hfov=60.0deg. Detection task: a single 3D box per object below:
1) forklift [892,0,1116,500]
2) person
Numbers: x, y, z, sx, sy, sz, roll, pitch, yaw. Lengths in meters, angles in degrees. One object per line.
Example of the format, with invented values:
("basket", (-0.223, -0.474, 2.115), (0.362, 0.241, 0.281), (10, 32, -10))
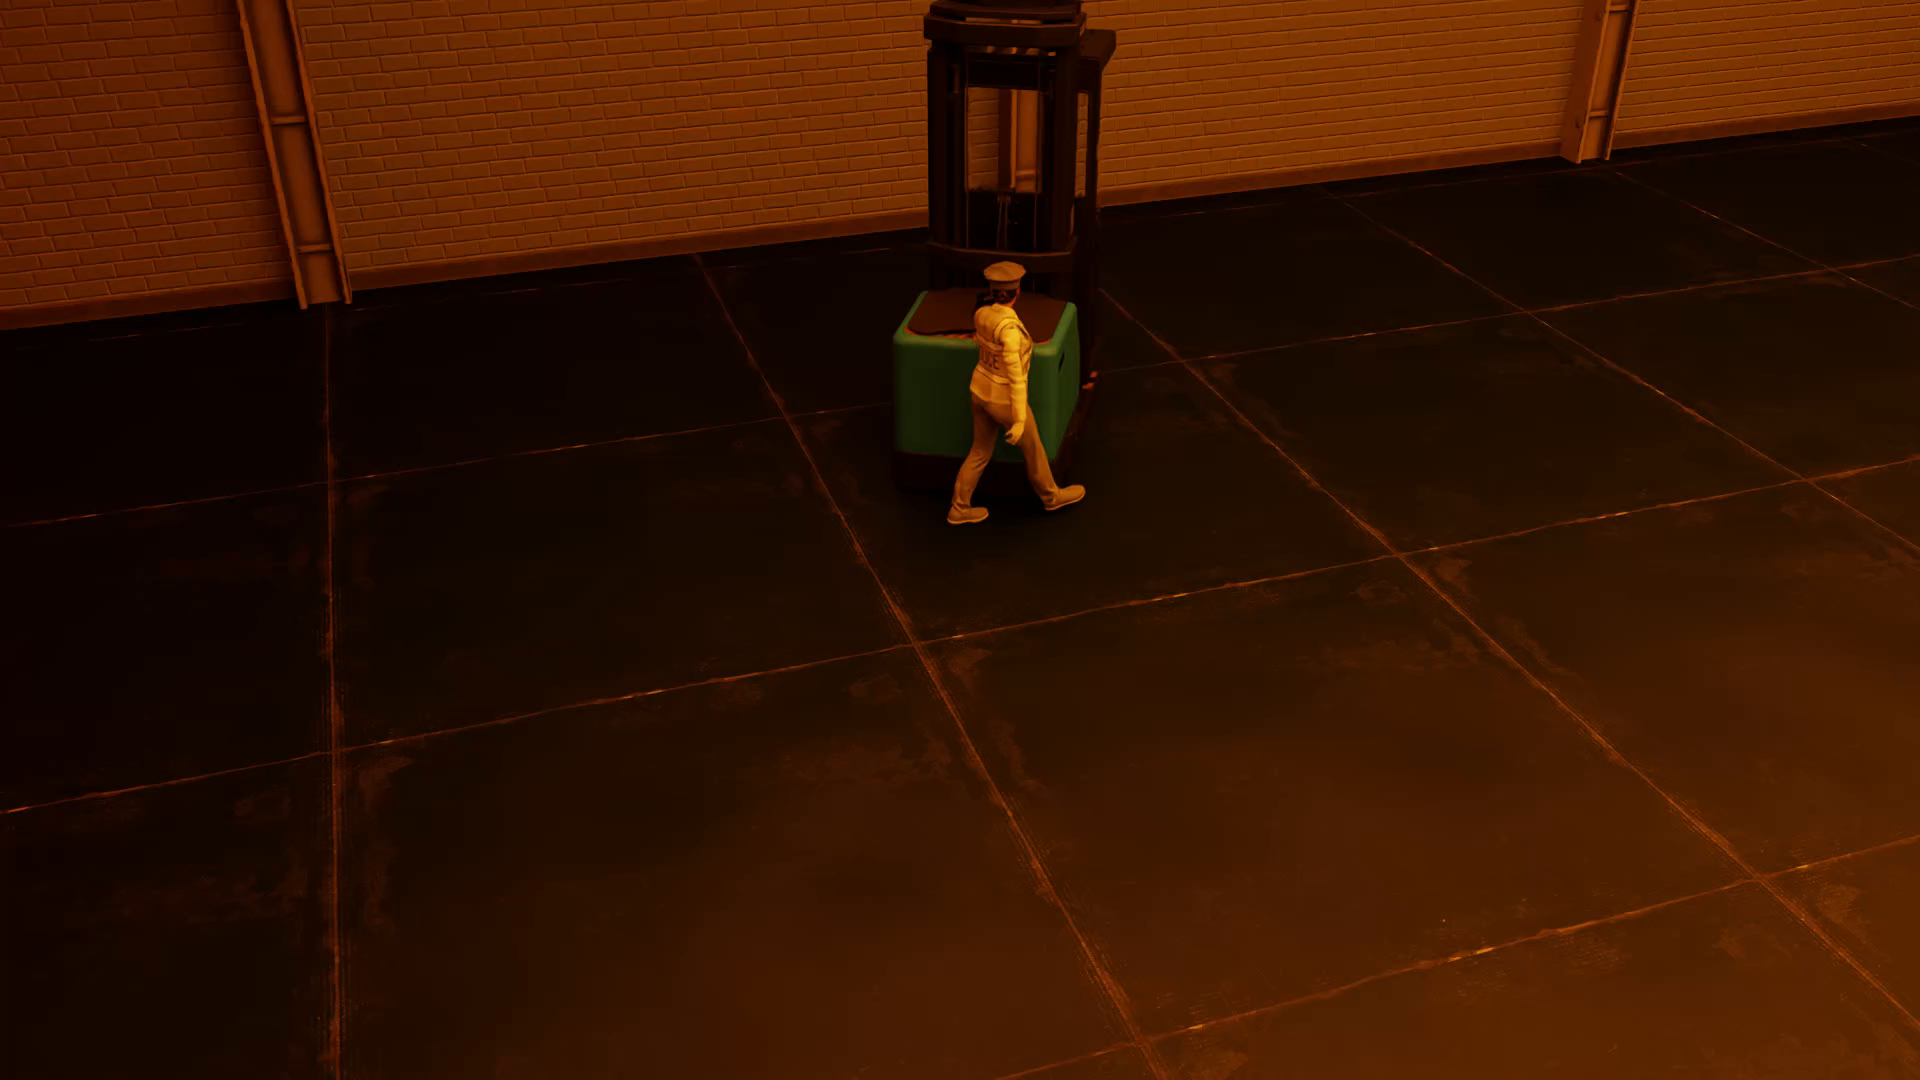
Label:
("forklift", (0.389, -2.240, 10.980), (1.130, 2.935, 3.031), (6, 30, 11))
("person", (0.345, -0.855, 9.893), (0.861, 1.620, 0.644), (-17, 34, -27))
